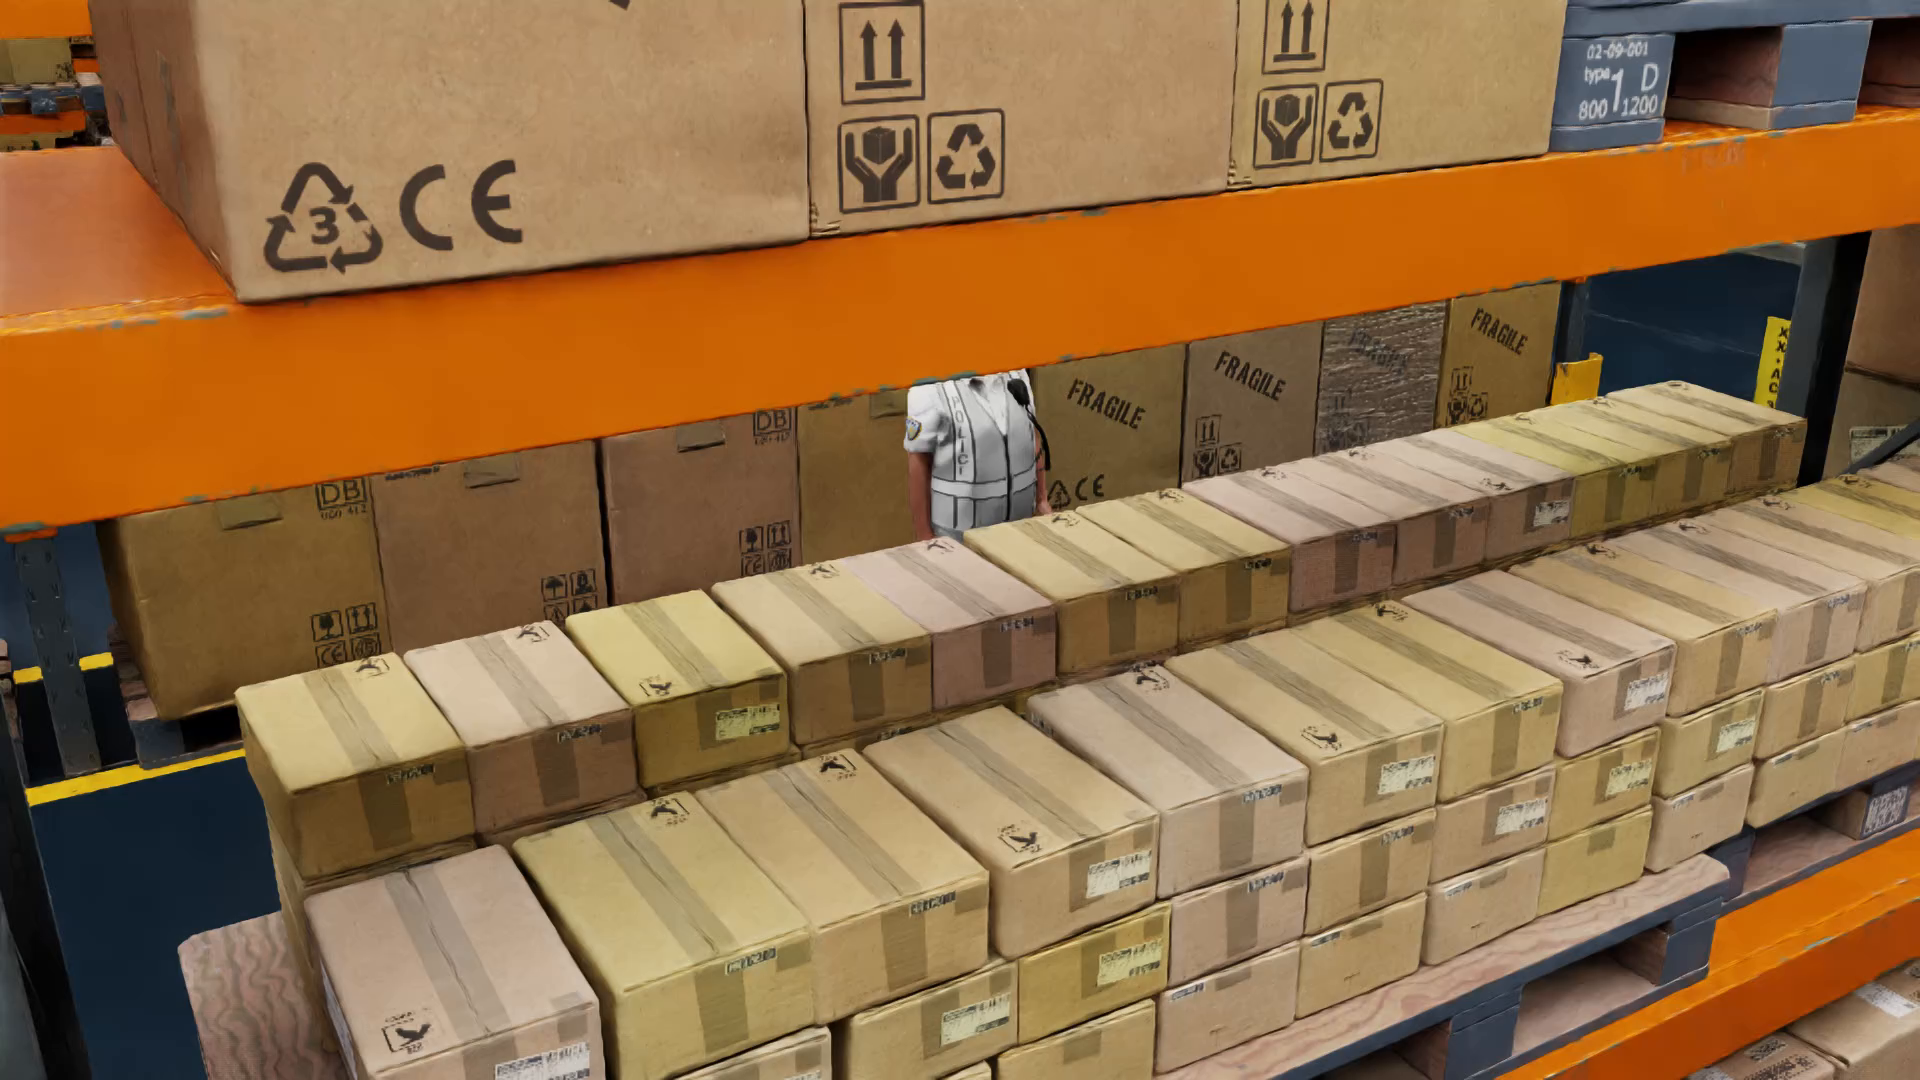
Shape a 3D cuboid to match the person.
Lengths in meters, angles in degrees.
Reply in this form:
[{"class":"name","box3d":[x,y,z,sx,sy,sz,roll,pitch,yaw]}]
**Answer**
[{"class":"person","box3d":[0.072,-0.081,6.210,0.577,1.770,0.419,-14,26,-31]}]
